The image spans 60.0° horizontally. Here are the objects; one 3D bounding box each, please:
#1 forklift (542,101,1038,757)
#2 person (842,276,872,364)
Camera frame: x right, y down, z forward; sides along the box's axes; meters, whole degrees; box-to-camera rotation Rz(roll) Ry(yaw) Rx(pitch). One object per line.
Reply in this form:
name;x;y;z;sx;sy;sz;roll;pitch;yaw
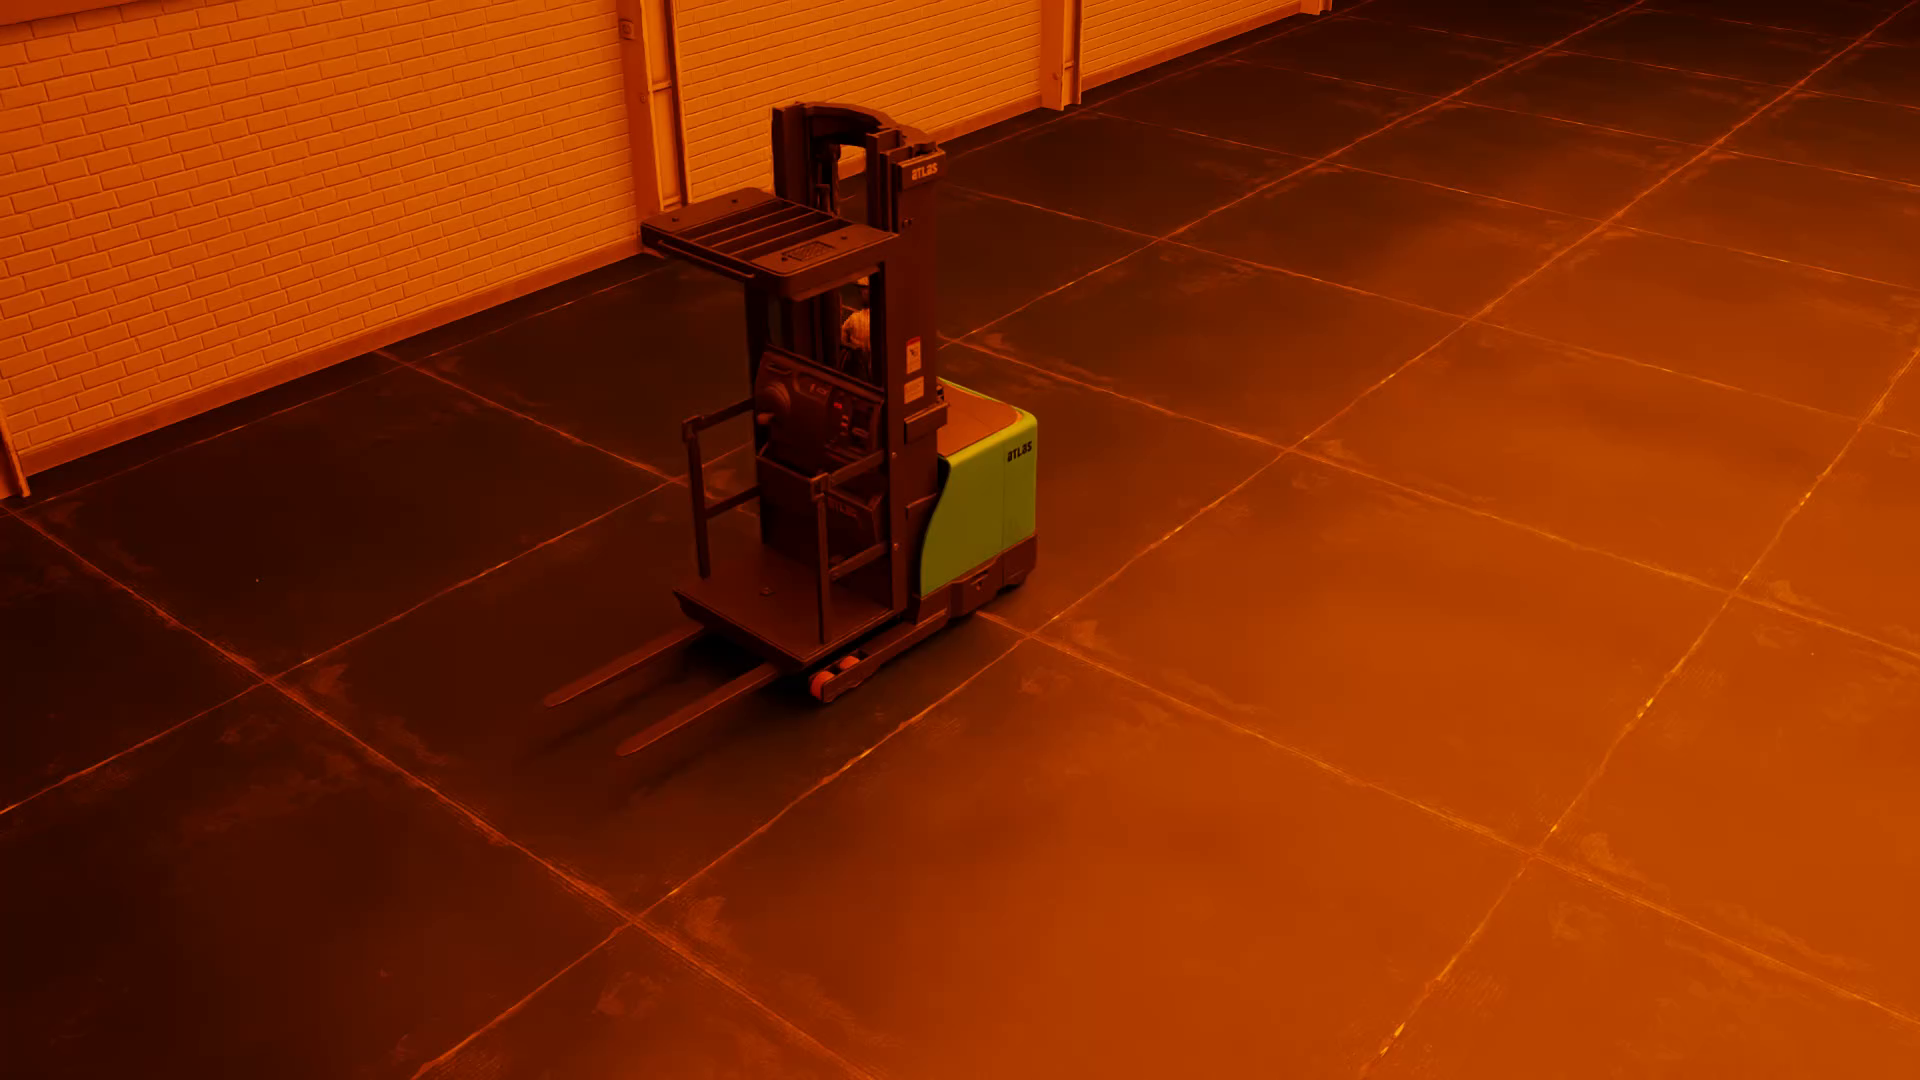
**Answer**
forklift;-0.901;-0.677;8.754;1.130;2.935;3.031;25;38;36
person;-0.477;-0.993;10.639;0.568;1.533;0.815;-26;39;-37
